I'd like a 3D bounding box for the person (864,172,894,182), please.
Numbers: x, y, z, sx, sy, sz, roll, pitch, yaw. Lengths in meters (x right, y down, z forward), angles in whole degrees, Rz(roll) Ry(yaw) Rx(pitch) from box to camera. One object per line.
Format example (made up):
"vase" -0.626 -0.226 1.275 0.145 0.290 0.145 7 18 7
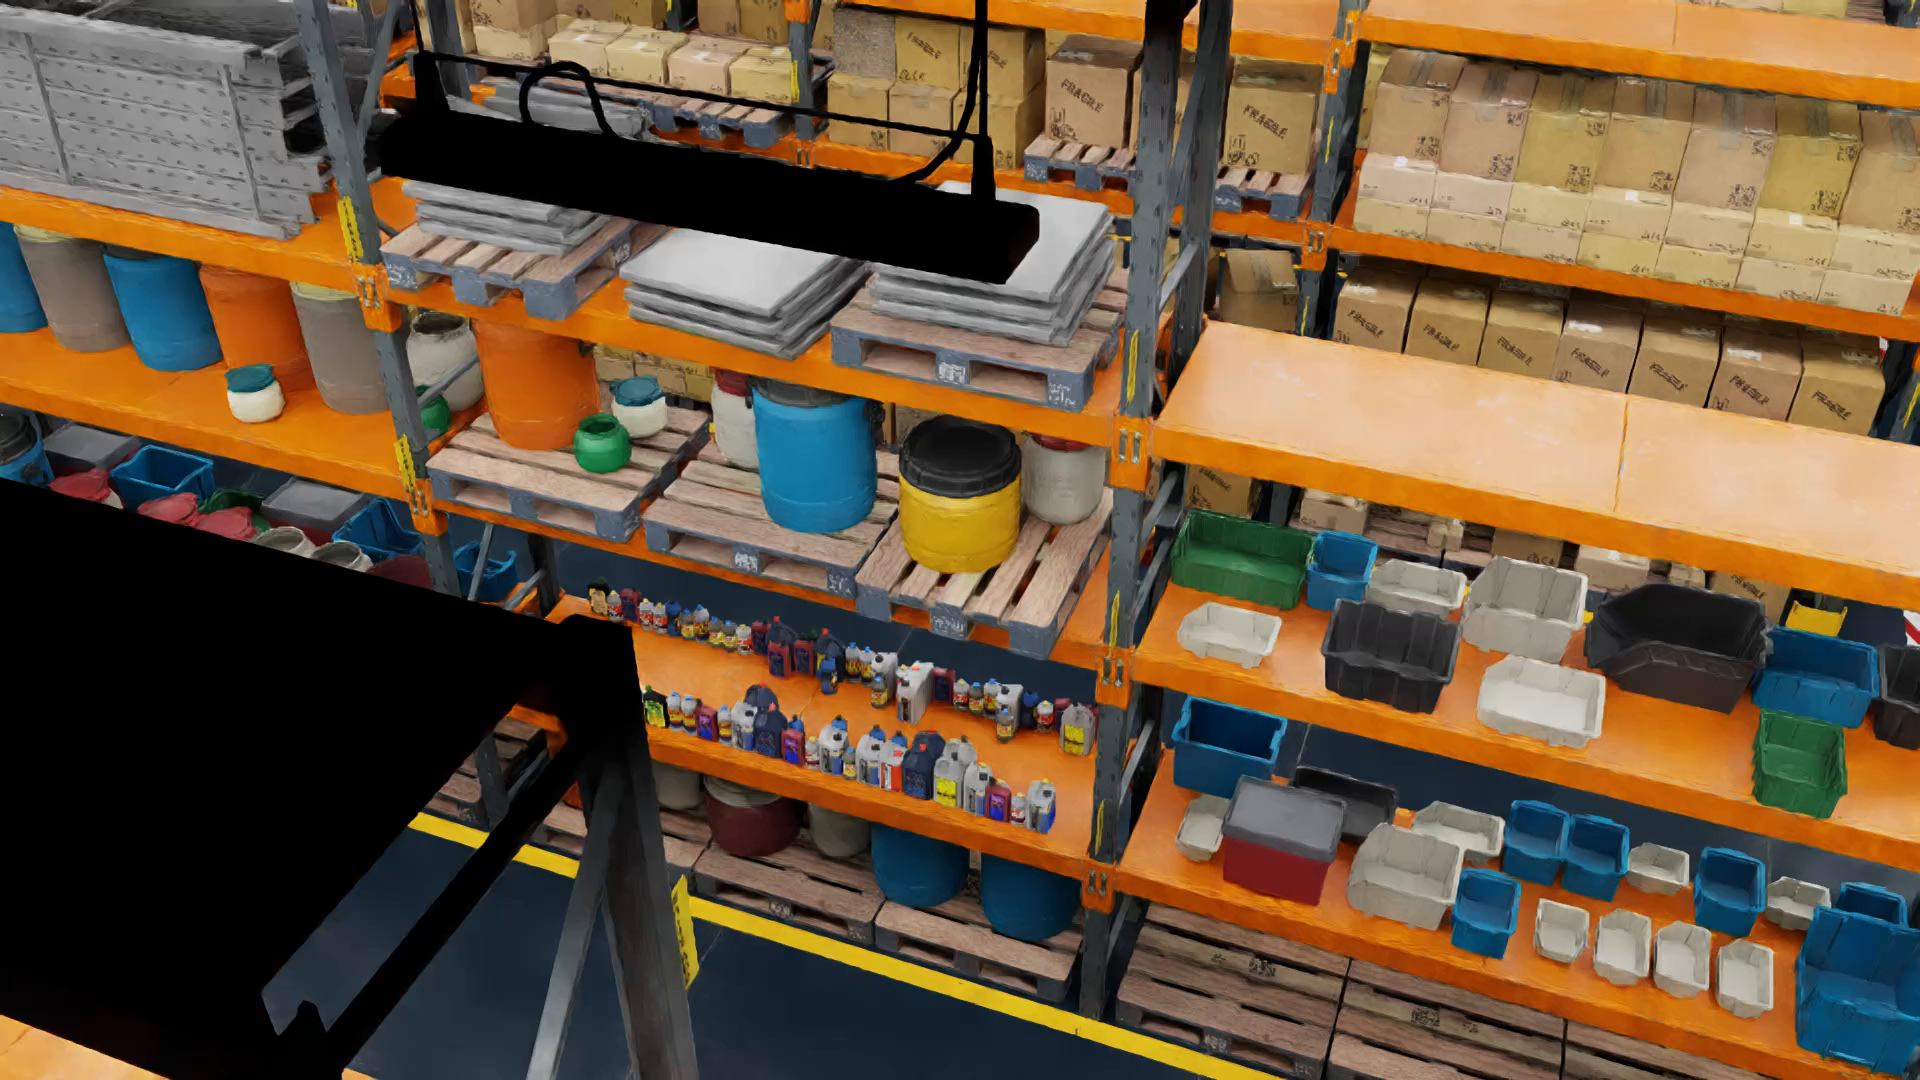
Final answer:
"person" -0.964 -3.933 17.283 0.926 1.689 0.651 16 39 21

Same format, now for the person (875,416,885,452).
"person" -0.889 -0.548 12.687 0.805 1.721 0.739 10 38 13
